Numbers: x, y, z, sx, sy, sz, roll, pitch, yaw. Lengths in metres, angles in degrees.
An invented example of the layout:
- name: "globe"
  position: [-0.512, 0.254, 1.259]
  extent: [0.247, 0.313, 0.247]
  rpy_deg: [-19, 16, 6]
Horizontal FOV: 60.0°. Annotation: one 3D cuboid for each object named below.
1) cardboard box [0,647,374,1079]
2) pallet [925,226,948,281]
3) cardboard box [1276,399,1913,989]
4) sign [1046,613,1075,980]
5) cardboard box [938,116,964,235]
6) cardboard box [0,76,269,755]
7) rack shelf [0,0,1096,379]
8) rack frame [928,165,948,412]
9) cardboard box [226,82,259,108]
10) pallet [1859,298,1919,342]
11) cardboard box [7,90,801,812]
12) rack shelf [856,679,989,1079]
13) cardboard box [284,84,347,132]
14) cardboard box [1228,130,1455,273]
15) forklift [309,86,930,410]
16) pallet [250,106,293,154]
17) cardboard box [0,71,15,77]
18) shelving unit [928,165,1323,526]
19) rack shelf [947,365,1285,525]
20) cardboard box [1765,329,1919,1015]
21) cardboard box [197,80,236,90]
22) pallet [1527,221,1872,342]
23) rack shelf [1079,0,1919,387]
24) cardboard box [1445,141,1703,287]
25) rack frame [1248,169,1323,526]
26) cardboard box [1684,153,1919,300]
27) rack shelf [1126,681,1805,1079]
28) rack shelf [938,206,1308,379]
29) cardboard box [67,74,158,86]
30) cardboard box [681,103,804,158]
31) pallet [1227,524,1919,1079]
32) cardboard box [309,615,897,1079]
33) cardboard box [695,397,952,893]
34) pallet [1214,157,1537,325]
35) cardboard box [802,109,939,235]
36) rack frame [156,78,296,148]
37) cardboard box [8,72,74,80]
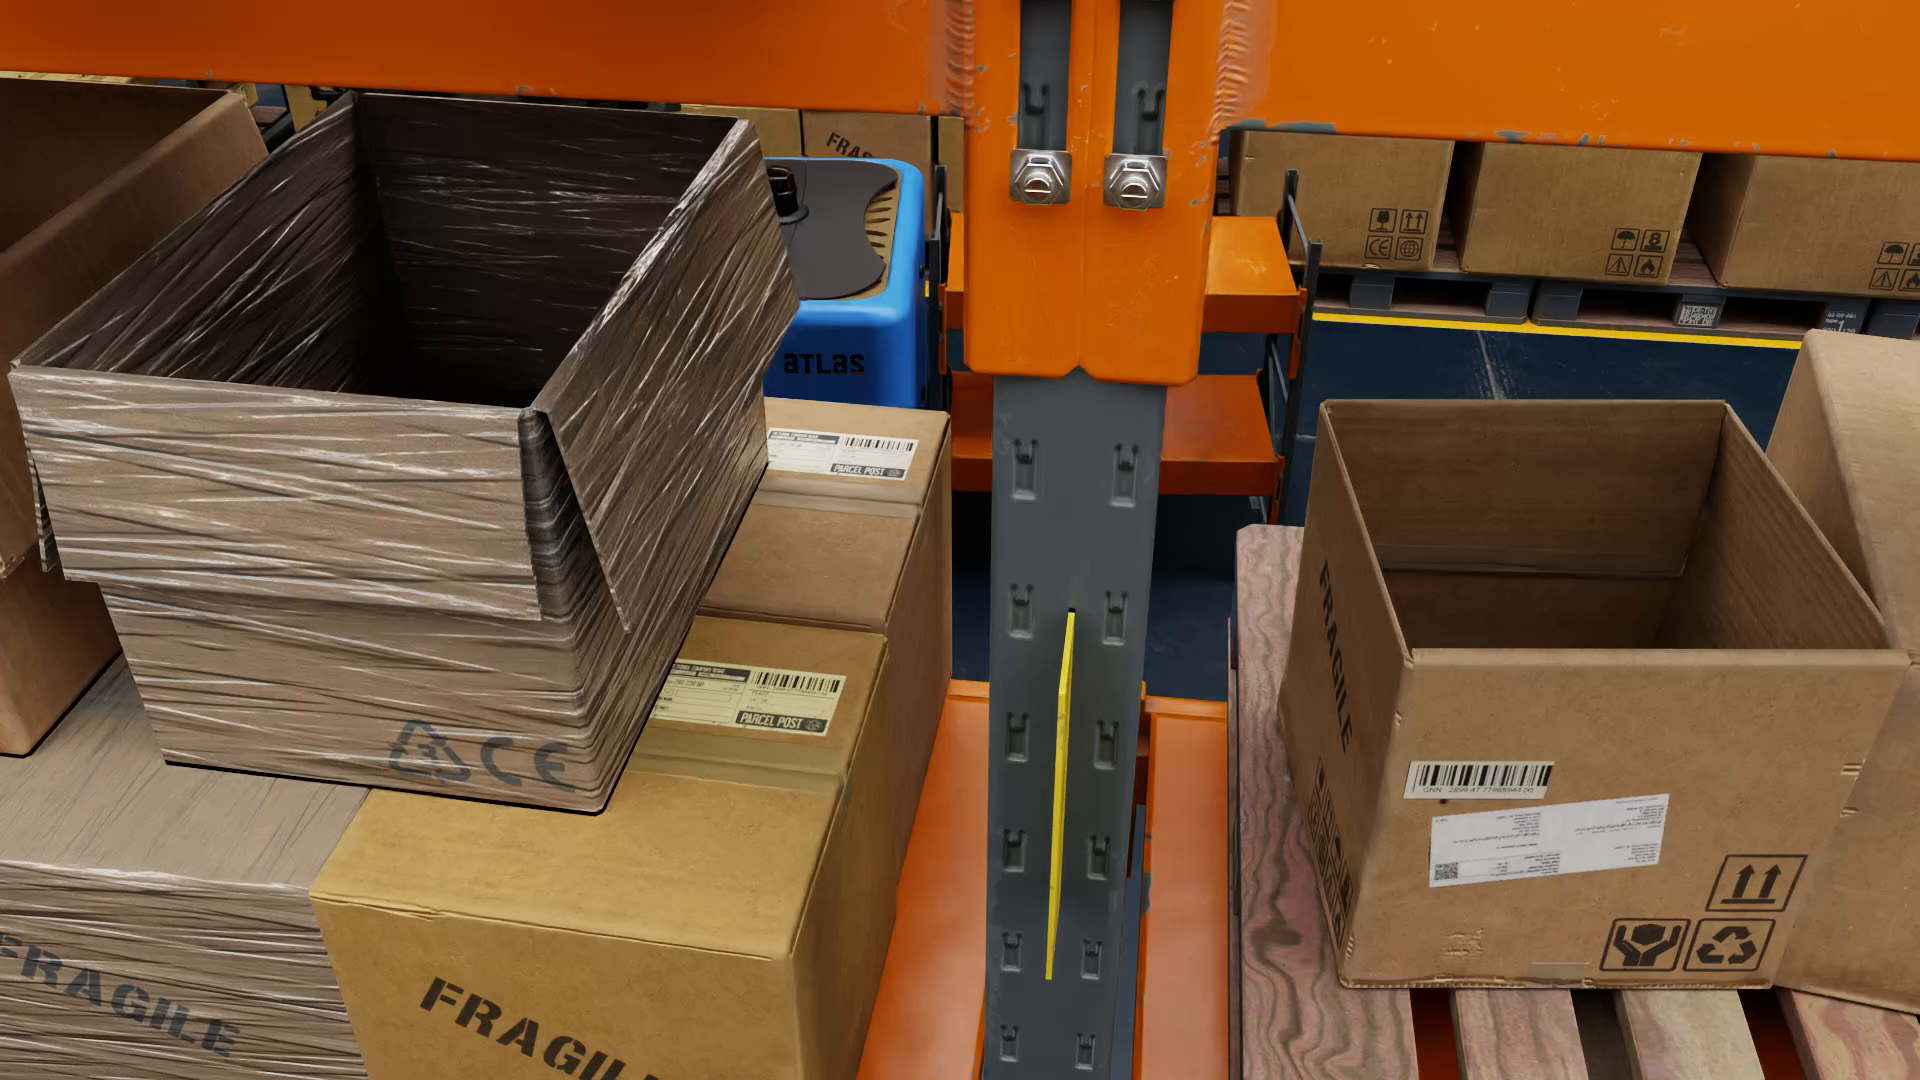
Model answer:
- name: "cardboard box"
  position: [-0.865, 0.393, 2.031]
  extent: [0.500, 0.500, 0.500]
  rpy_deg: [4, 36, 6]
- name: "pallet"
  position: [0.107, -1.406, 7.039]
  extent: [1.213, 0.211, 1.003]
  rpy_deg: [4, 36, 6]
- name: "cardboard box"
  position: [0.690, 0.173, 1.978]
  extent: [0.500, 0.500, 0.500]
  rpy_deg: [0, 36, 0]
- name: "sign"
  position: [0.082, 0.217, 1.368]
  extent: [0.005, 0.325, 0.100]
  rpy_deg: [4, 36, 6]
- name: "cardboard box"
  position: [0.195, -1.534, 6.608]
  extent: [0.500, 0.500, 0.500]
  rpy_deg: [4, 36, 6]
- name: "cardboard box"
  position: [-1.220, -0.194, 1.991]
  extent: [0.637, 0.503, 0.797]
  rpy_deg: [5, 36, 7]
- name: "rack shelf"
  position: [-1.834, -0.708, 1.697]
  extent: [4.000, 0.370, 1.077]
  rpy_deg: [4, 36, 6]
- name: "rack frame"
  position: [-0.062, -0.488, 4.966]
  extent: [0.032, 1.125, 0.500]
  rpy_deg: [1, 36, 1]
- name: "cardboard box"
  position: [-3.406, -2.001, 7.564]
  extent: [0.250, 0.149, 0.380]
  rpy_deg: [3, 36, 4]
- name: "pallet"
  position: [4.074, -1.065, 6.561]
  extent: [1.213, 0.211, 1.003]
  rpy_deg: [4, 36, 6]
- name: "cardboard box"
  position: [-0.574, -0.145, 1.921]
  extent: [0.637, 0.503, 0.797]
  rpy_deg: [5, 36, 8]
- name: "rack shelf"
  position: [-1.834, 0.513, 2.569]
  extent: [4.000, 0.370, 1.077]
  rpy_deg: [4, 36, 6]
- name: "cardboard box"
  position: [-2.387, -1.724, 6.874]
  extent: [0.500, 0.500, 0.500]
  rpy_deg: [6, 36, 8]
- name: "cardboard box"
  position: [1.474, -1.641, 6.542]
  extent: [0.750, 0.750, 1.050]
  rpy_deg: [4, 36, 5]
- name: "forklift"
  position: [-1.621, -1.218, 4.433]
  extent: [3.031, 2.935, 1.130]
  rpy_deg: [1, 36, 1]
- name: "pallet"
  position: [-3.757, -1.673, 7.412]
  extent: [1.213, 0.211, 1.003]
  rpy_deg: [4, 36, 6]
- name: "cardboard box"
  position: [-3.978, -1.918, 6.936]
  extent: [0.250, 0.149, 0.380]
  rpy_deg: [4, 36, 6]
- name: "shelving unit"
  position: [0.446, -0.481, 4.955]
  extent: [1.048, 1.125, 0.538]
  rpy_deg: [1, 36, 1]
- name: "rack shelf"
  position: [0.446, -0.282, 5.097]
  extent: [1.000, 0.278, 0.538]
  rpy_deg: [1, 36, 1]
- name: "cardboard box"
  position: [1.257, 0.157, 2.001]
  extent: [0.500, 0.500, 0.700]
  rpy_deg: [9, 37, 13]
- name: "cardboard box"
  position: [-3.405, -2.121, 7.477]
  extent: [0.250, 0.149, 0.380]
  rpy_deg: [6, 36, 8]
- name: "pallet"
  position: [2.860, -1.154, 6.685]
  extent: [1.213, 0.211, 1.003]
  rpy_deg: [4, 36, 6]
- name: "rack shelf"
  position: [2.133, -0.412, 1.283]
  extent: [4.000, 0.370, 1.077]
  rpy_deg: [4, 36, 6]
- name: "cardboard box"
  position: [2.342, -1.578, 6.454]
  extent: [0.750, 0.750, 1.050]
  rpy_deg: [5, 36, 7]
- name: "rack frame"
  position: [0.954, -0.473, 4.944]
  extent: [0.032, 1.125, 0.500]
  rpy_deg: [1, 36, 1]
- name: "cardboard box"
  position: [3.265, -1.509, 6.358]
  extent: [0.750, 0.750, 1.050]
  rpy_deg: [4, 36, 6]
- name: "rack shelf"
  position: [2.133, 0.809, 2.154]
  extent: [4.000, 0.370, 1.077]
  rpy_deg: [4, 36, 6]
- name: "rack shelf"
  position: [0.446, -0.719, 4.785]
  extent: [1.000, 0.278, 0.538]
  rpy_deg: [1, 36, 1]
- name: "cardboard box"
  position: [-3.472, -1.908, 6.921]
  extent: [0.250, 0.149, 0.380]
  rpy_deg: [5, 36, 7]
- name: "cardboard box"
  position: [-0.846, -1.604, 6.706]
  extent: [0.500, 0.500, 0.500]
  rpy_deg: [3, 36, 4]
- name: "pallet"
  position: [0.870, 0.437, 2.220]
  extent: [1.003, 0.211, 1.213]
  rpy_deg: [4, 36, 6]
- name: "cardboard box"
  position: [-0.372, 0.433, 1.975]
  extent: [0.500, 0.500, 0.500]
  rpy_deg: [5, 36, 7]
- name: "cardboard box"
  position: [-0.298, 0.134, 2.393]
  extent: [0.500, 0.500, 0.500]
  rpy_deg: [5, 36, 7]
- name: "pallet"
  position: [1.654, -1.246, 6.814]
  extent: [1.213, 0.211, 1.003]
  rpy_deg: [4, 36, 6]
- name: "cardboard box"
  position: [-0.319, -1.575, 6.664]
  extent: [0.500, 0.500, 0.500]
  rpy_deg: [6, 36, 8]
- name: "rack frame"
  position: [-3.086, -2.778, 6.561]
  extent: [0.127, 3.000, 1.000]
  rpy_deg: [4, 36, 6]
- name: "cardboard box"
  position: [-3.731, -1.904, 6.916]
  extent: [0.250, 0.149, 0.380]
  rpy_deg: [5, 36, 7]
